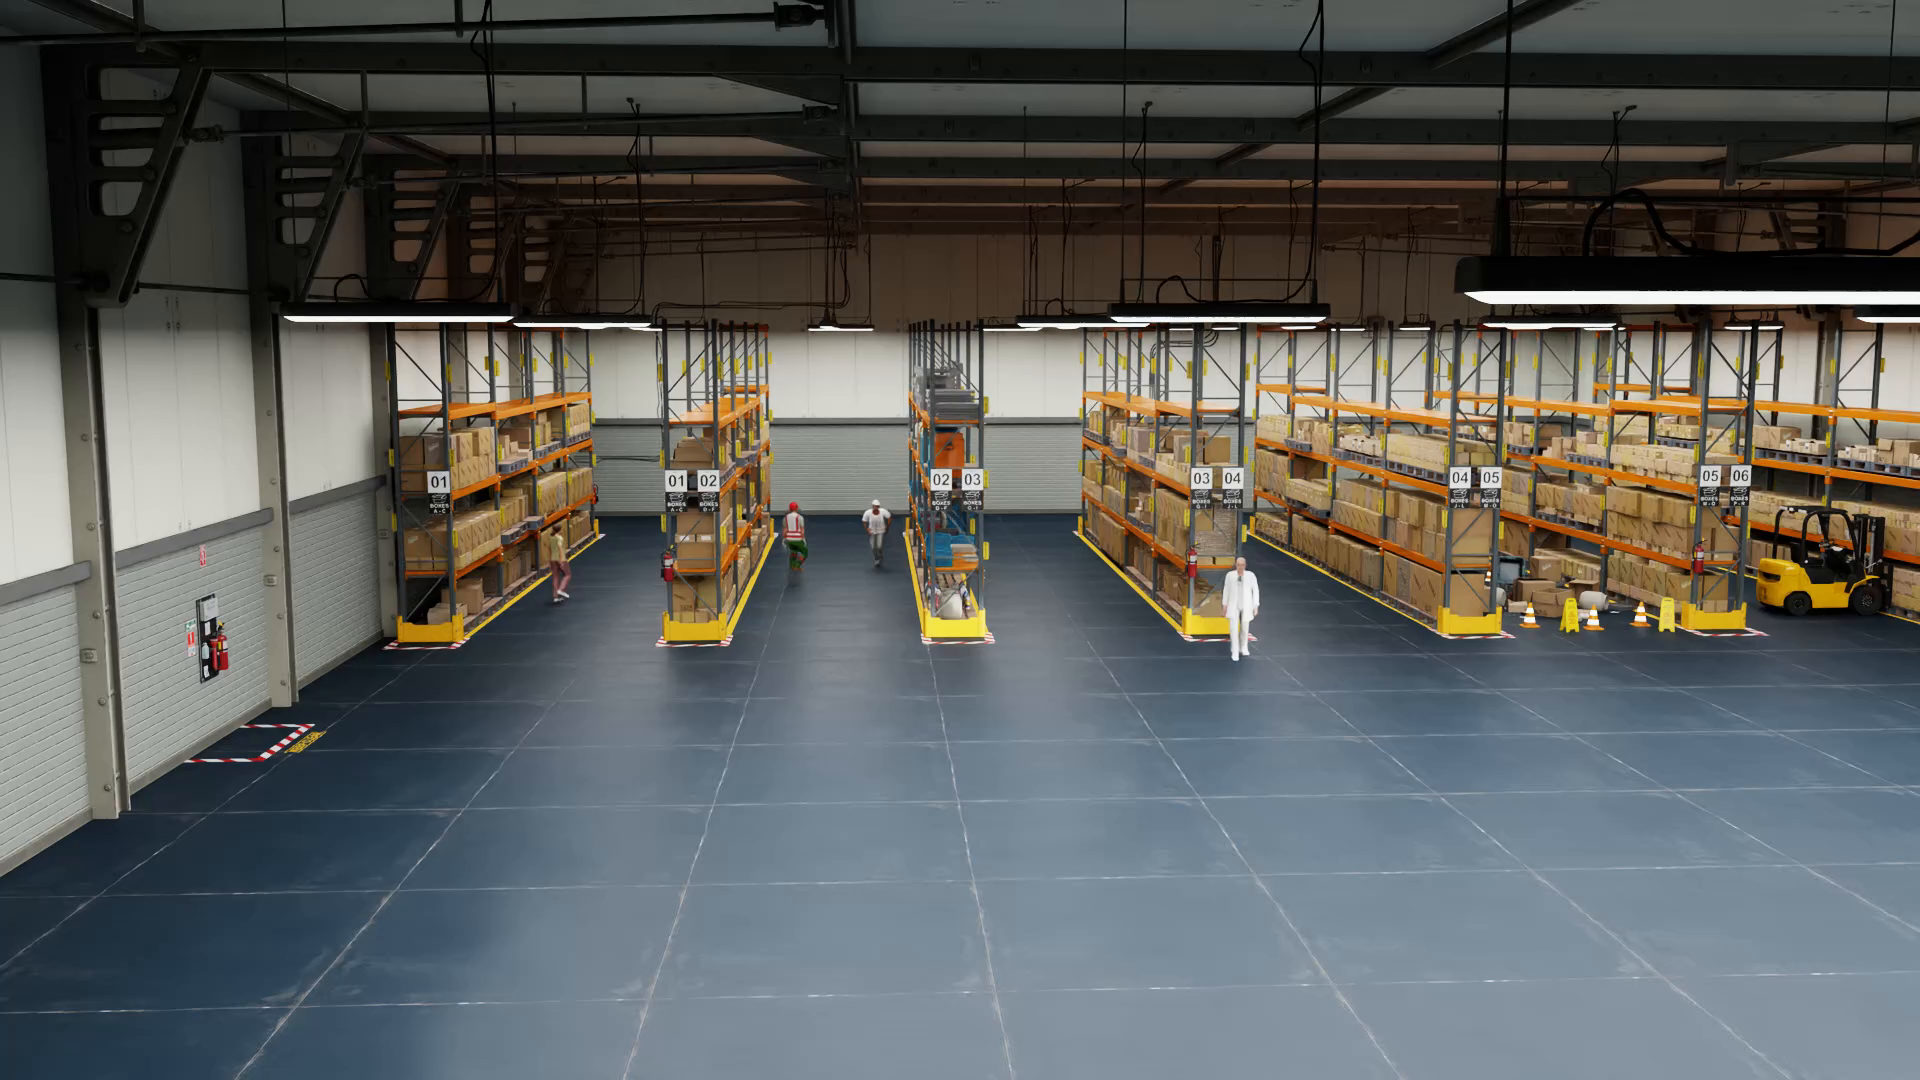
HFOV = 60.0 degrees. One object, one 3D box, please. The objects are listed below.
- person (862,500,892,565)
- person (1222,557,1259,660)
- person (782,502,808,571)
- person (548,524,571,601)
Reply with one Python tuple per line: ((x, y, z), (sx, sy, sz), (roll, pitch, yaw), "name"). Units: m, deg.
((-2.063, -0.194, 41.268), (0.713, 1.657, 0.720), (1, 7, 7), "person")
((4.986, 1.217, 29.546), (0.651, 1.828, 0.655), (1, 7, 10), "person")
((-3.826, -0.092, 38.594), (0.592, 1.597, 0.652), (3, 8, 20), "person")
((-8.647, 0.478, 35.764), (0.503, 1.657, 0.456), (1, 7, 11), "person")
